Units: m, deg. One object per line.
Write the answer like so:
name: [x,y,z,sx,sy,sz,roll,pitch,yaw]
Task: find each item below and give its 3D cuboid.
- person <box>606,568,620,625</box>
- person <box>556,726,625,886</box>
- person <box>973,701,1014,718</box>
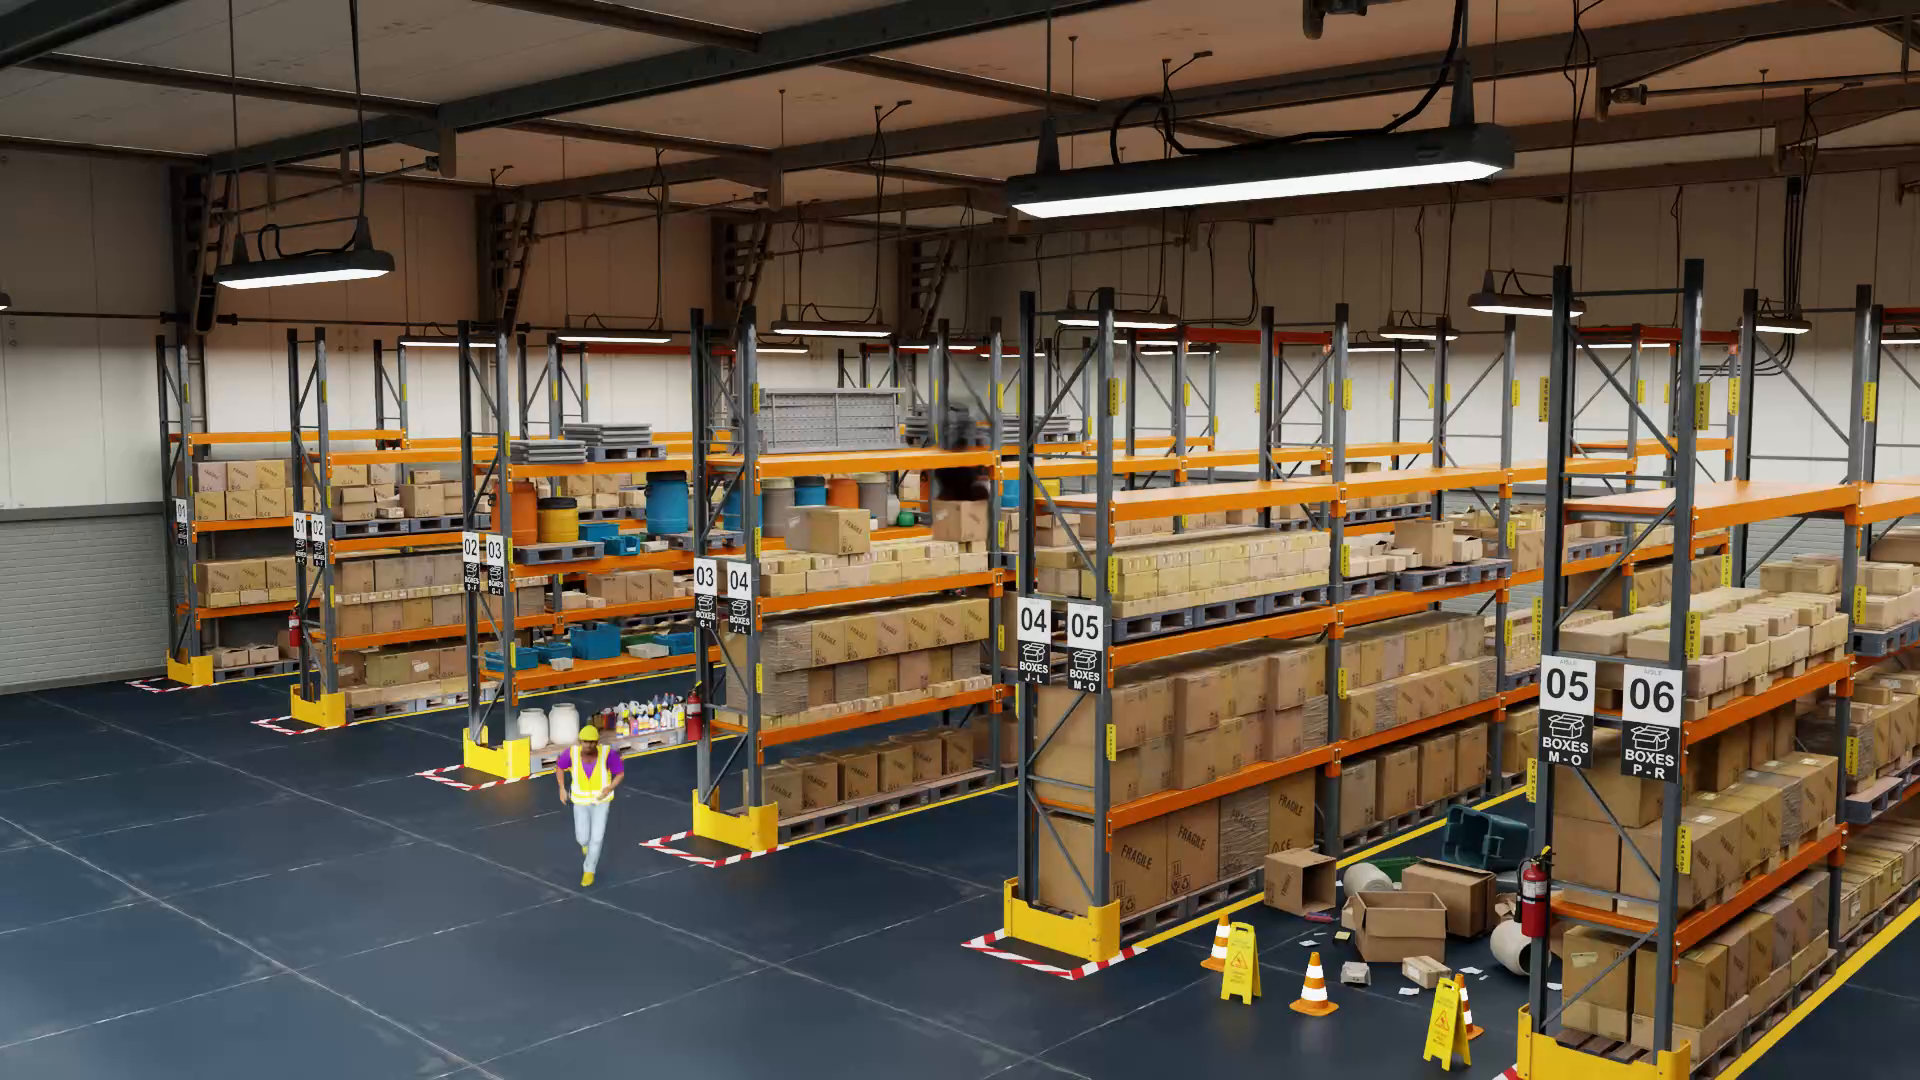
person: [-6.704,1.341,32.037,0.563,1.618,0.572,4,7,36]
person: [-3.832,2.723,17.271,0.693,1.688,0.774,-1,6,-12]
person: [0.437,2.015,24.451,0.667,1.699,0.915,5,7,41]
